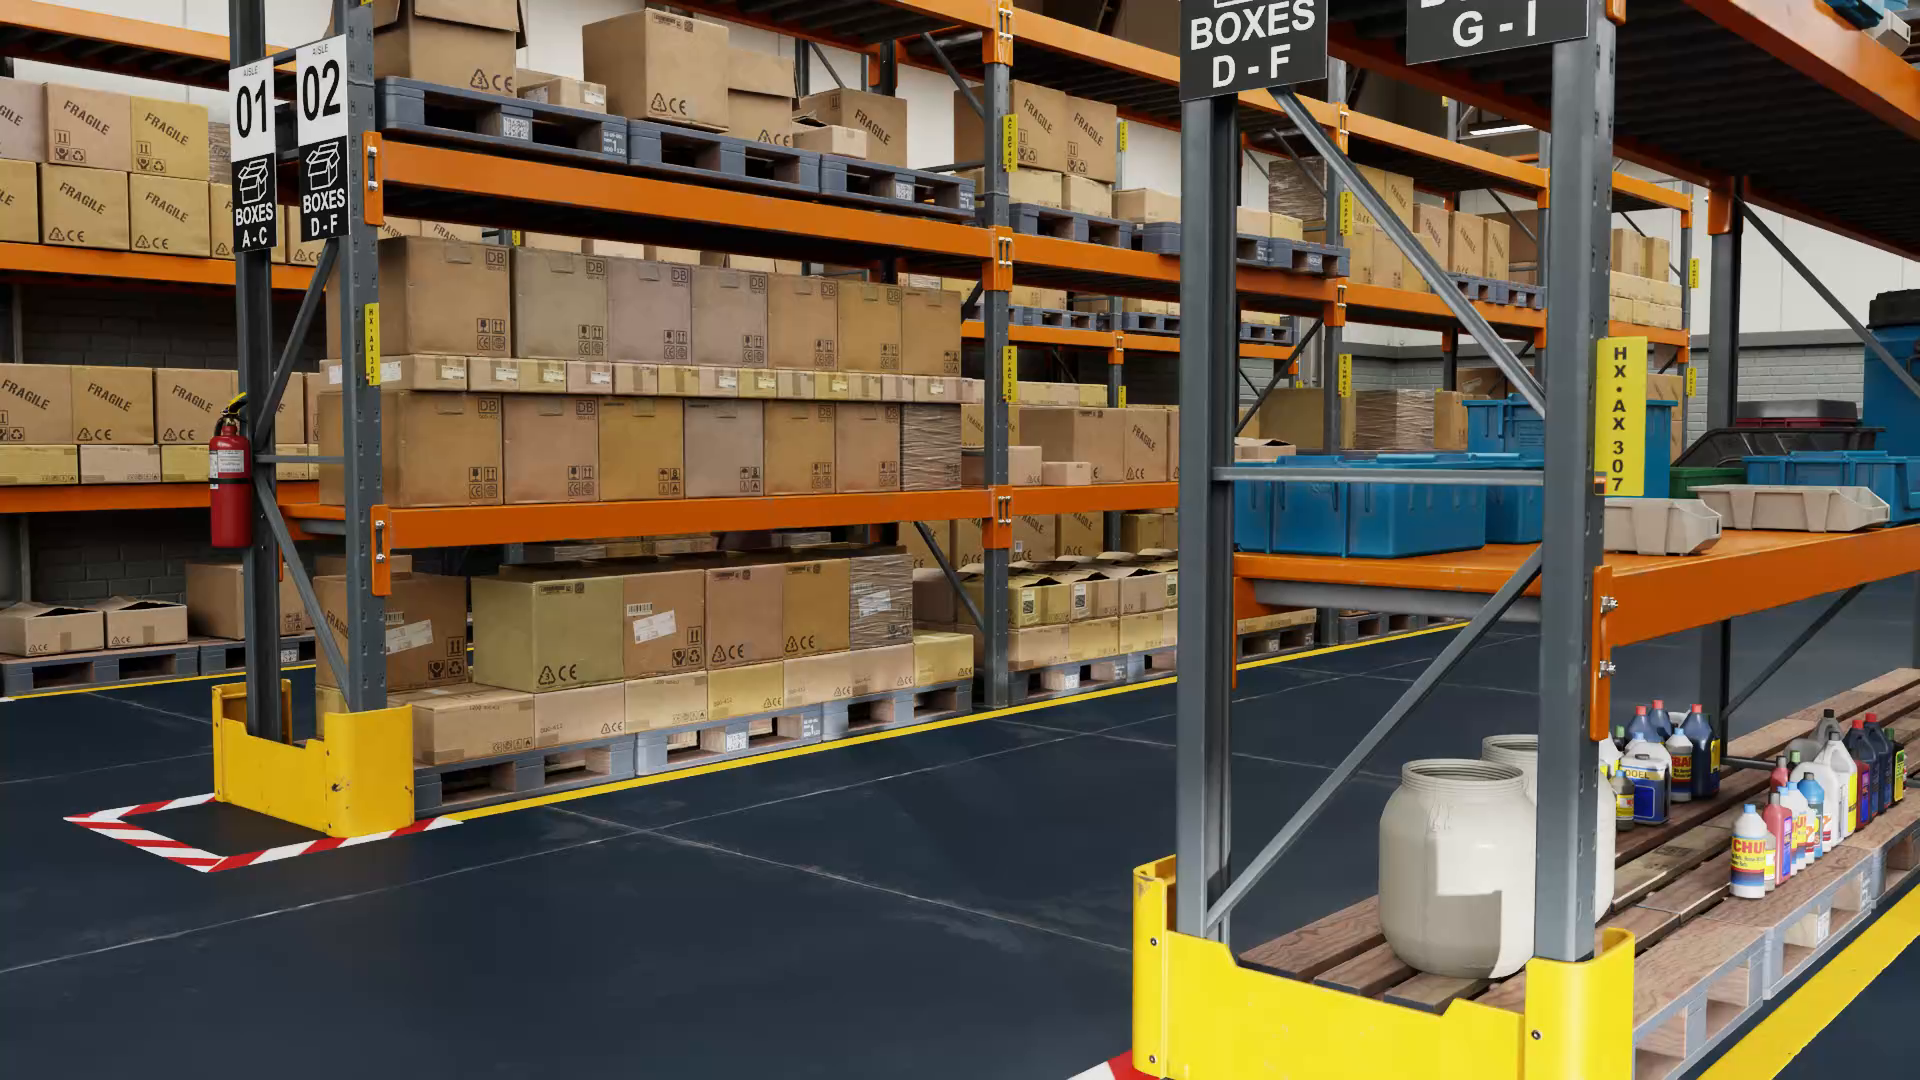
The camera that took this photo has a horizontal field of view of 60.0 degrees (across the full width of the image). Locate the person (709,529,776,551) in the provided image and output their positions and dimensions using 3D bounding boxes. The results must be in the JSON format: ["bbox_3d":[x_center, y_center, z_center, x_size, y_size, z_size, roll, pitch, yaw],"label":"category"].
[{"bbox_3d":[-1.599,-0.031,12.227,0.429,1.772,0.646,3,4,38],"label":"person"}]
